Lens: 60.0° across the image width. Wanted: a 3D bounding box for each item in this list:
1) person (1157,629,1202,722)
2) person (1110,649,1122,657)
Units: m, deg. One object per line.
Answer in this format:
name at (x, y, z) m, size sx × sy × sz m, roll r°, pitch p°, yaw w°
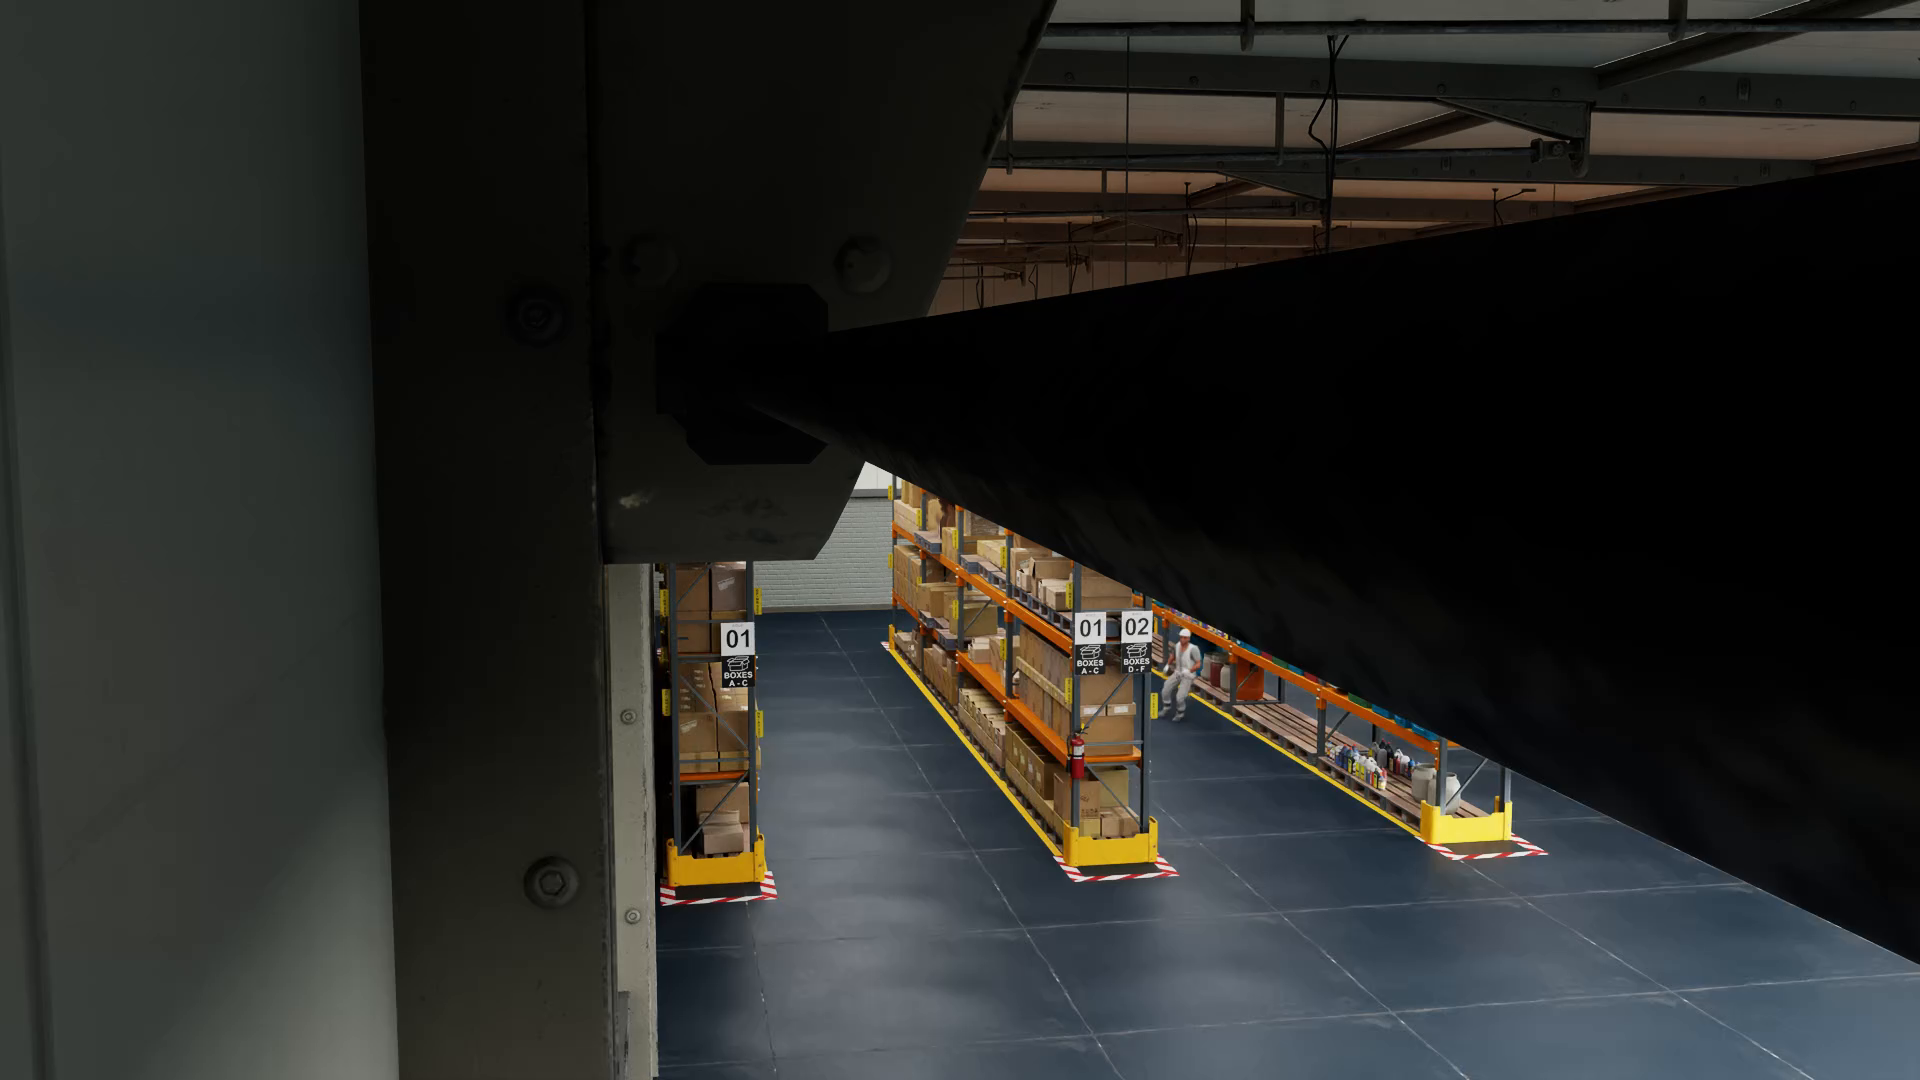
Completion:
person at (3.809, 2.375, 28.995) m, size 0.878 × 1.700 × 0.593 m, roll 5°, pitch 8°, yaw 39°
person at (3.266, 1.823, 33.912) m, size 0.728 × 1.729 × 0.801 m, roll -6°, pitch 9°, yaw -44°
